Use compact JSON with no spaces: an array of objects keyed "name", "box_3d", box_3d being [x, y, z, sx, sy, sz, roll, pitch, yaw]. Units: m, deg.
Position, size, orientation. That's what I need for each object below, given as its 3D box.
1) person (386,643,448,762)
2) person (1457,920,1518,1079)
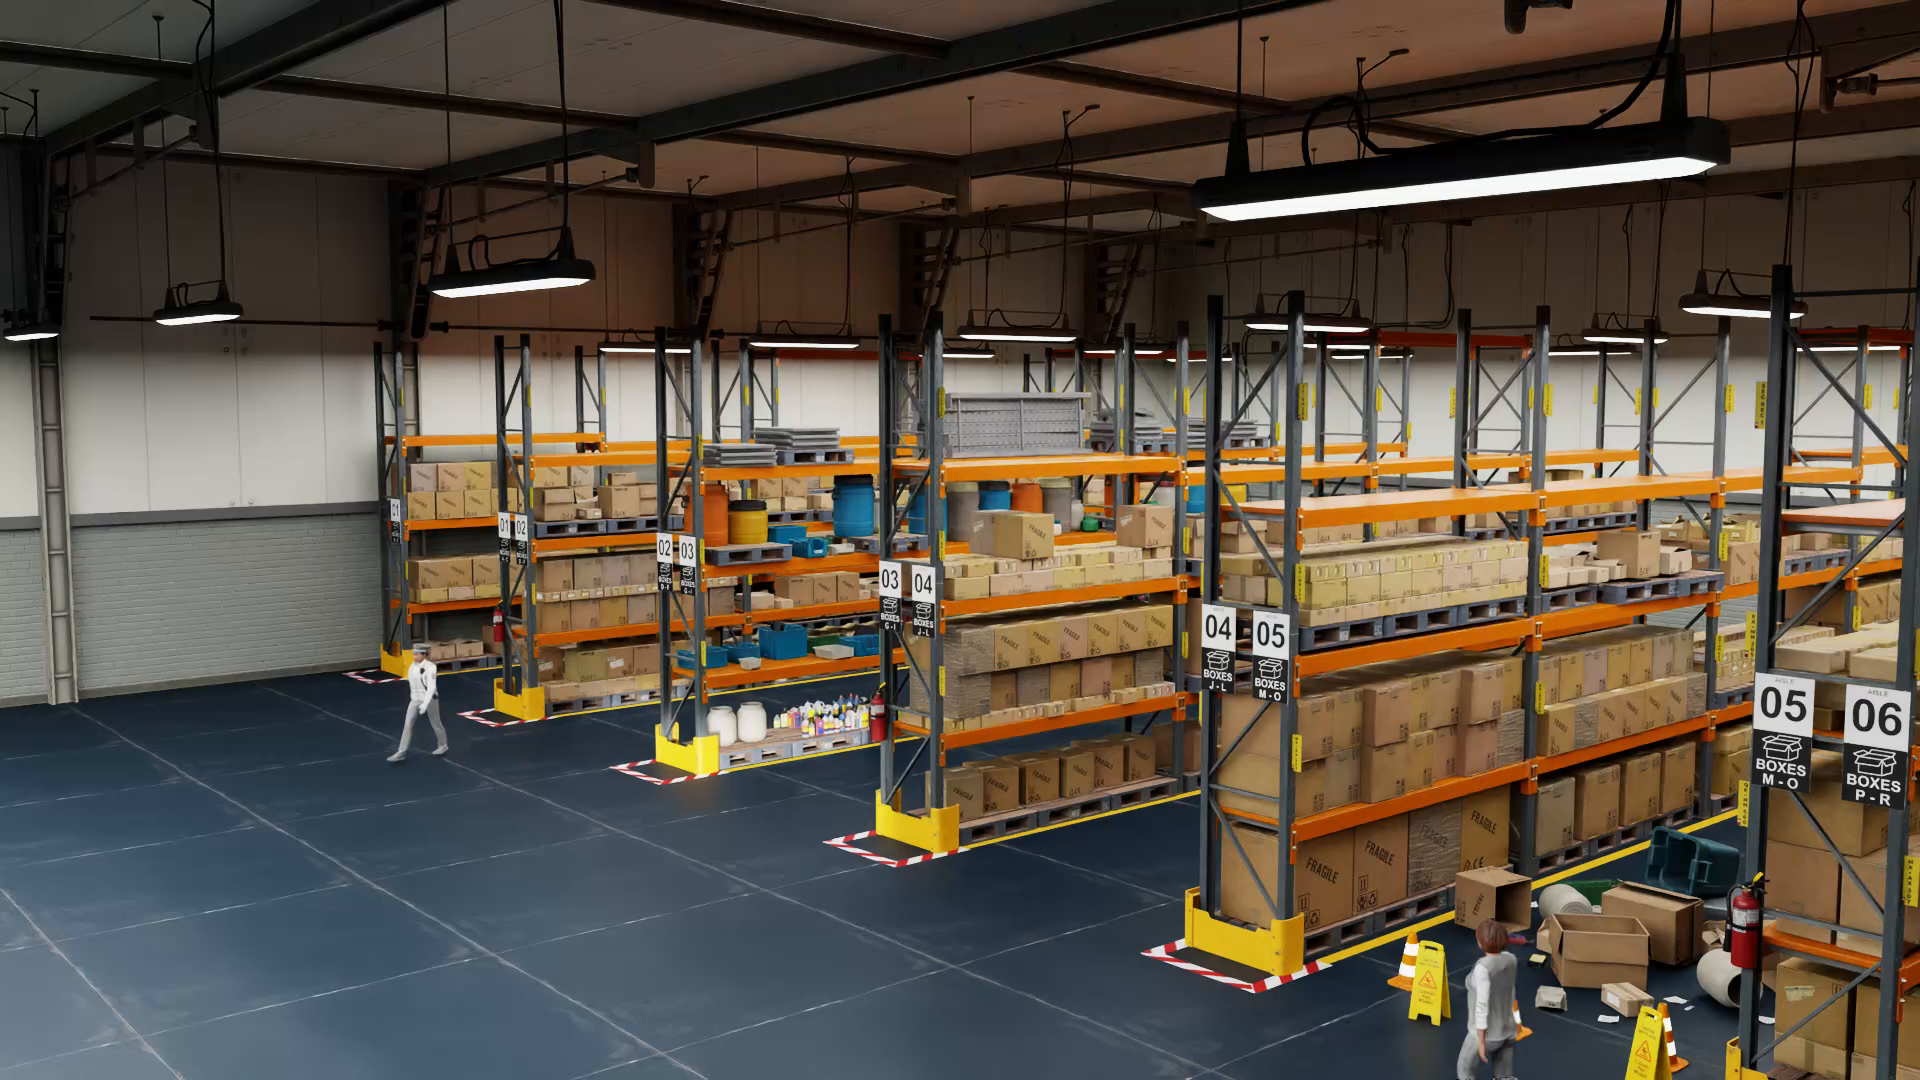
[{"name":"person","box_3d":[-7.488,2.233,23.066,0.504,1.616,0.988,2,5,17]},{"name":"person","box_3d":[3.648,3.364,11.260,0.403,1.529,0.842,-4,7,-40]}]
